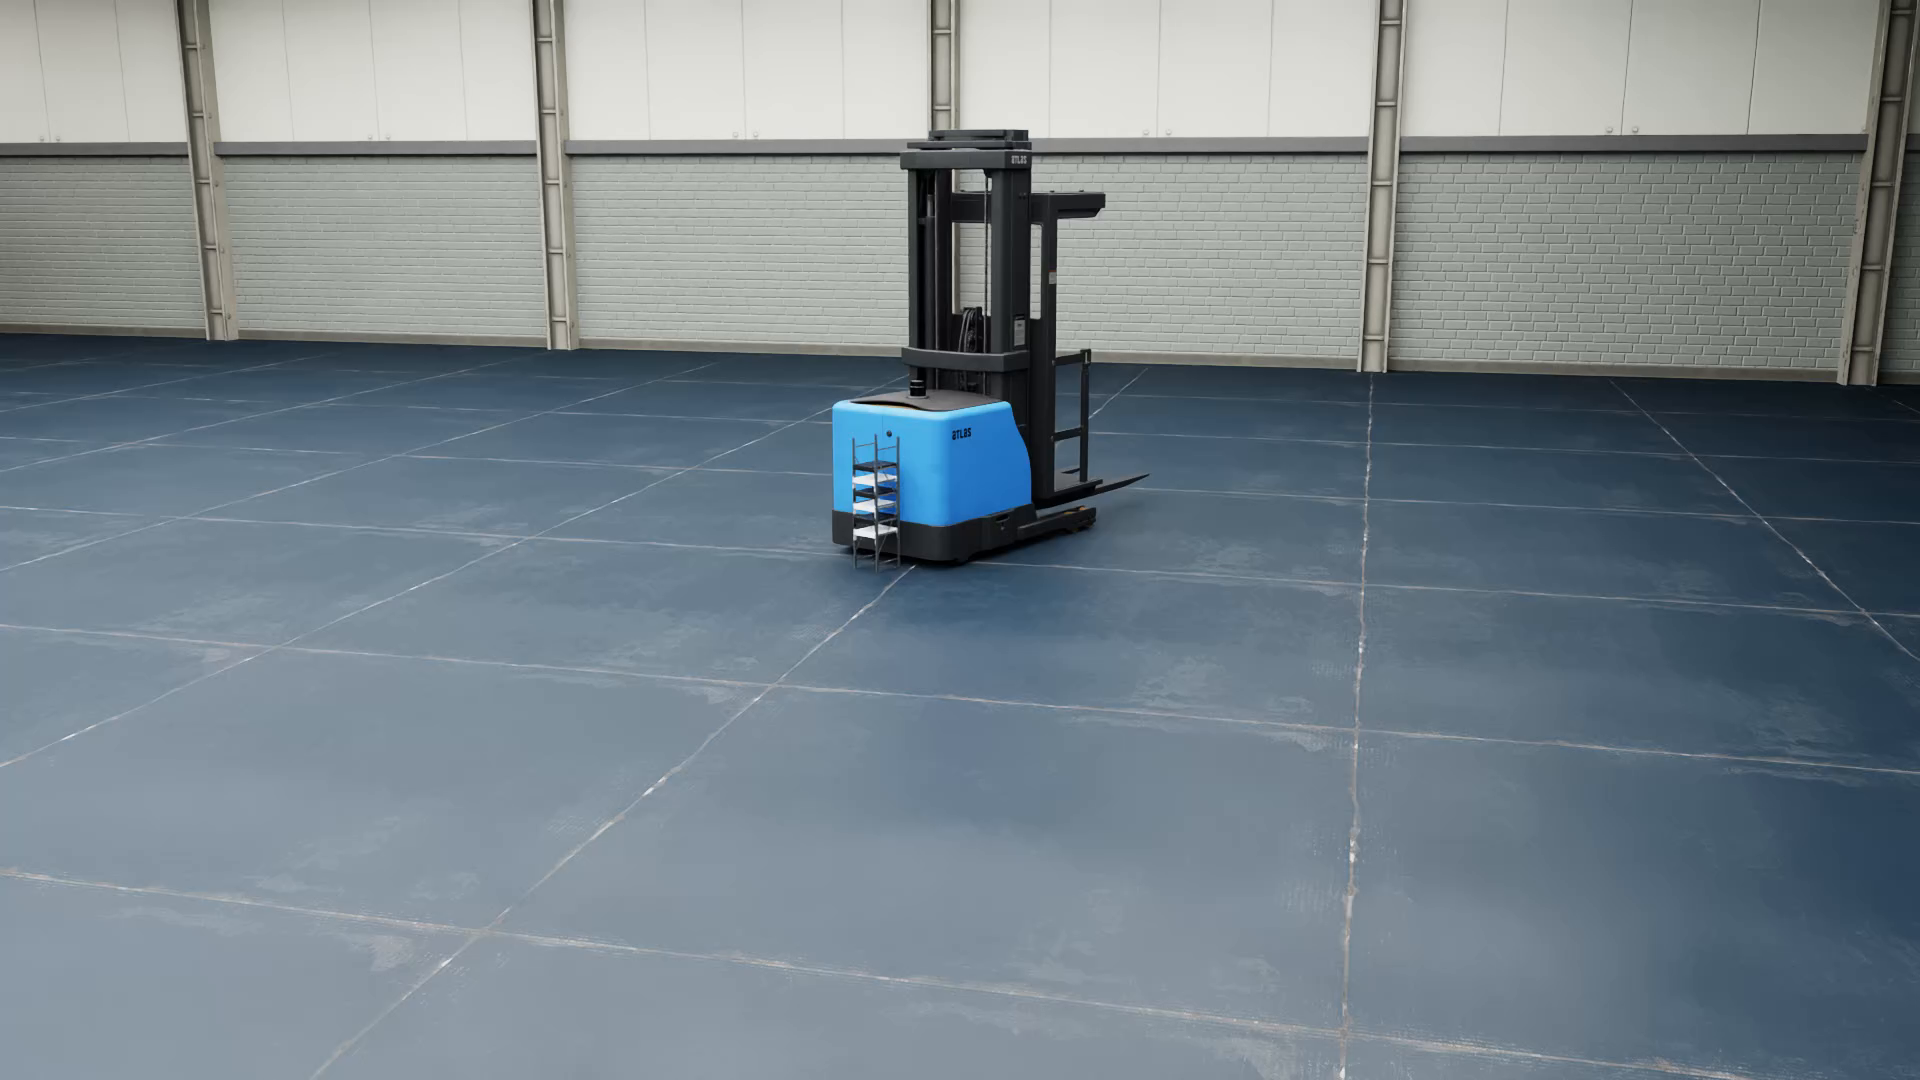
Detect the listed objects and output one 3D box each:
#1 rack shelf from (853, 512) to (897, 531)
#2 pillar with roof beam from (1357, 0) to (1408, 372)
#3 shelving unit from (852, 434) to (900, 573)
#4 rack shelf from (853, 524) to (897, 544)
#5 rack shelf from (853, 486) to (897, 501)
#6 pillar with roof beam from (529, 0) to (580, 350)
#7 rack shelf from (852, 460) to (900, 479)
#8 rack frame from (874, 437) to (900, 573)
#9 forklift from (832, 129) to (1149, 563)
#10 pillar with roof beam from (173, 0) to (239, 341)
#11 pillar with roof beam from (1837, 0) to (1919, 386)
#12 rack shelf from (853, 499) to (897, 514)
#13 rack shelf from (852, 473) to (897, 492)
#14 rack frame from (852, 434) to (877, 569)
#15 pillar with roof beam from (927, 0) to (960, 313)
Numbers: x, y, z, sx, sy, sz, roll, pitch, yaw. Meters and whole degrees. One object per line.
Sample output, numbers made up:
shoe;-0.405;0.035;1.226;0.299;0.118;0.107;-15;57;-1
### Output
rack shelf;-0.567;-0.130;11.310;0.200;0.077;0.258;10;16;39
pillar with roof beam;4.567;-5.787;17.543;0.400;9.000;9.100;3;13;14
shelving unit;-0.567;-0.250;11.284;0.210;0.900;0.258;10;16;39
rack shelf;-0.567;-0.042;11.330;0.200;0.077;0.258;10;16;39
rack shelf;-0.567;-0.306;11.271;0.200;0.077;0.258;10;16;39
pillar with roof beam;-7.084;-6.410;20.350;0.400;9.000;9.100;3;13;14
rack shelf;-0.567;-0.481;11.232;0.200;0.077;0.258;10;16;39
rack frame;-0.489;-0.236;11.220;0.006;0.900;0.240;10;16;39
forklift;0.379;-1.540;12.406;1.130;2.935;3.031;9;16;36
pillar with roof beam;-12.909;-6.721;21.753;0.400;9.000;9.100;3;13;14
pillar with roof beam;10.392;-5.476;16.140;0.400;9.000;9.100;3;13;14
rack shelf;-0.567;-0.218;11.291;0.200;0.077;0.258;10;16;39
rack shelf;-0.567;-0.393;11.252;0.200;0.077;0.258;10;16;39
rack frame;-0.645;-0.264;11.347;0.006;0.900;0.240;10;16;39
pillar with roof beam;-1.259;-6.099;18.947;0.400;9.000;9.100;3;13;14
